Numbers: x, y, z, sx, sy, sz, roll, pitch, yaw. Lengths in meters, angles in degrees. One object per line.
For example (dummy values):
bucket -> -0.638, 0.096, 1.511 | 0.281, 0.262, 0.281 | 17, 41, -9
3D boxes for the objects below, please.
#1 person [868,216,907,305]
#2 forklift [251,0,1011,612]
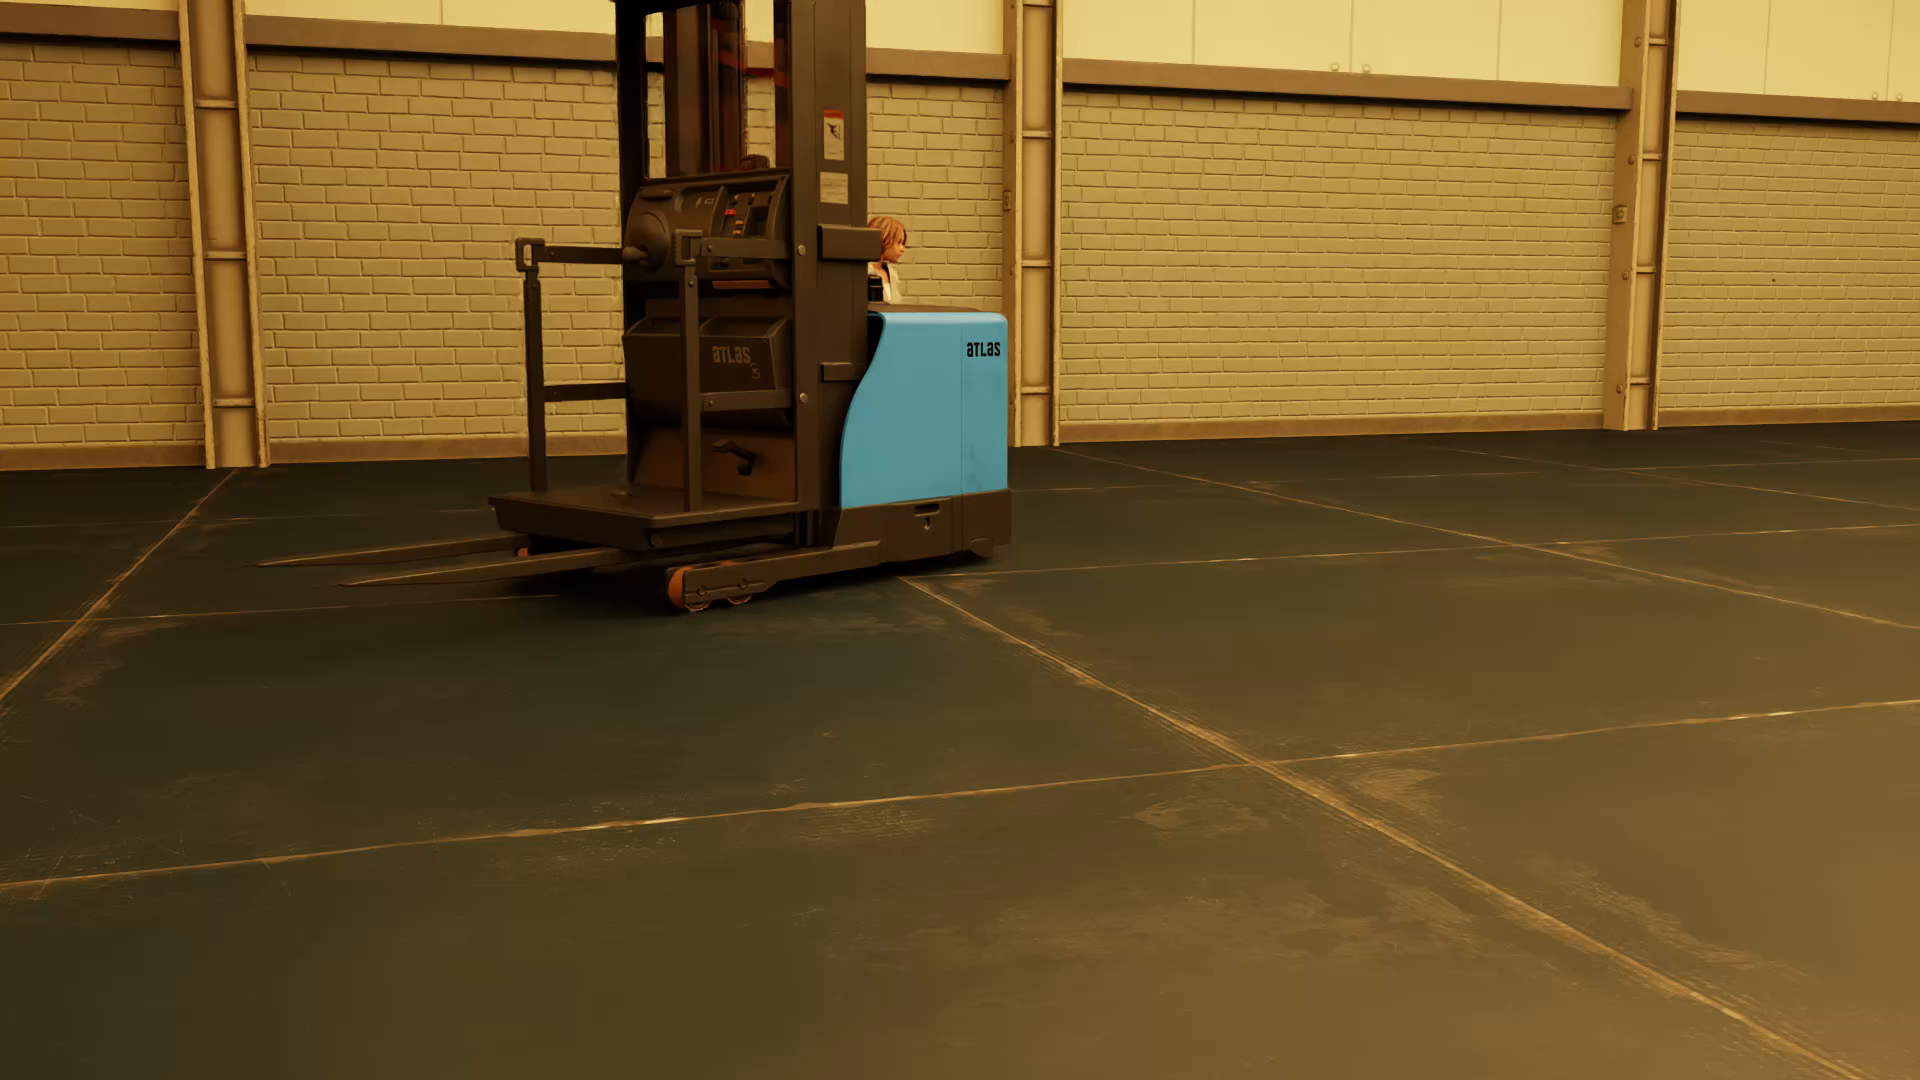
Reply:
person -> -0.447, -0.874, 8.589 | 0.381, 1.570, 0.728 | 5, 9, 33
forklift -> -1.147, -1.269, 6.381 | 1.130, 2.935, 3.031 | 7, 10, 42
